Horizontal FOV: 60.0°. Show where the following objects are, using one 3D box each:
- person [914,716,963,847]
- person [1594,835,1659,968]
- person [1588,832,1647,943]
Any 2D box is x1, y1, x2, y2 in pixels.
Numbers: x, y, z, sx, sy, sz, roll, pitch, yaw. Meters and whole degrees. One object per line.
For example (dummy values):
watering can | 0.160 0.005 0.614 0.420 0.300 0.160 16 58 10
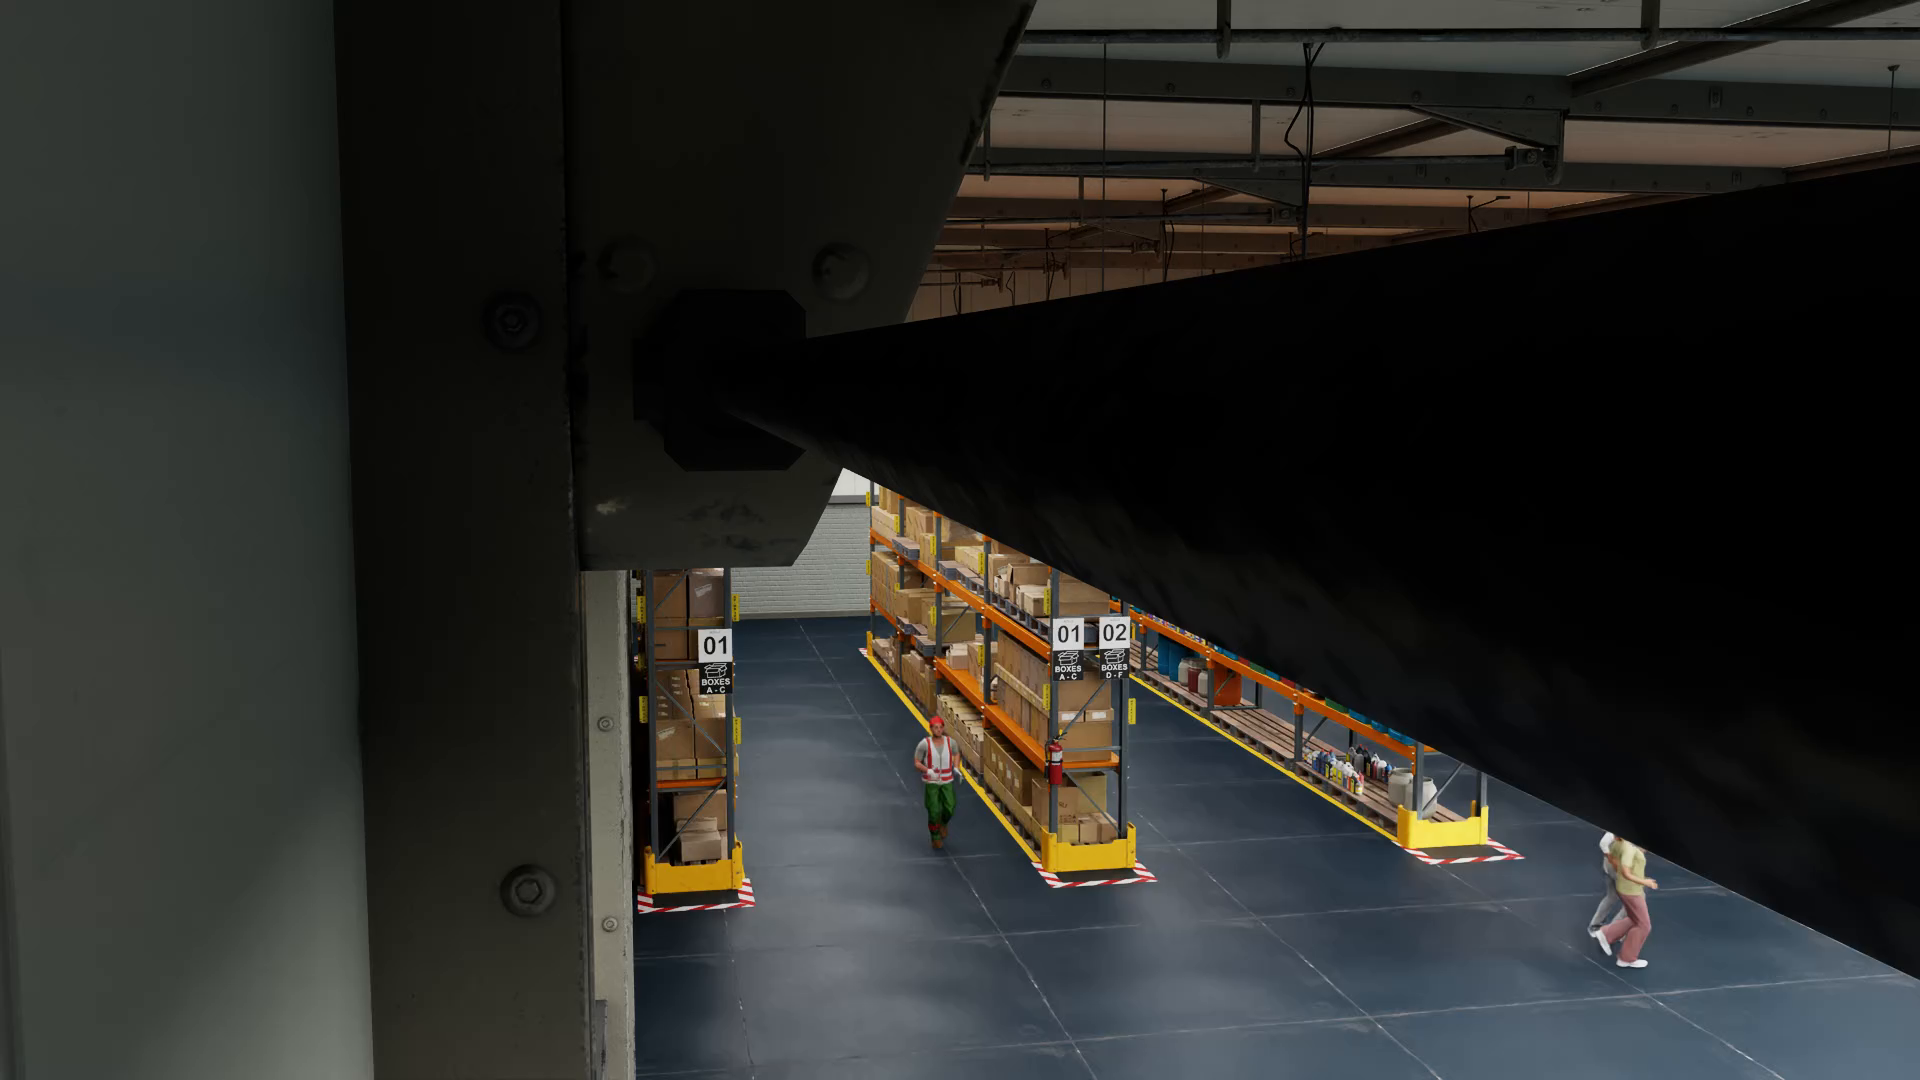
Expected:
person | -0.271 3.185 21.802 0.649 1.744 0.578 -1 6 -13
person | 7.014 3.697 17.501 0.567 1.620 0.578 1 6 10
person | 7.238 3.633 18.222 0.625 1.585 0.519 1 6 9
